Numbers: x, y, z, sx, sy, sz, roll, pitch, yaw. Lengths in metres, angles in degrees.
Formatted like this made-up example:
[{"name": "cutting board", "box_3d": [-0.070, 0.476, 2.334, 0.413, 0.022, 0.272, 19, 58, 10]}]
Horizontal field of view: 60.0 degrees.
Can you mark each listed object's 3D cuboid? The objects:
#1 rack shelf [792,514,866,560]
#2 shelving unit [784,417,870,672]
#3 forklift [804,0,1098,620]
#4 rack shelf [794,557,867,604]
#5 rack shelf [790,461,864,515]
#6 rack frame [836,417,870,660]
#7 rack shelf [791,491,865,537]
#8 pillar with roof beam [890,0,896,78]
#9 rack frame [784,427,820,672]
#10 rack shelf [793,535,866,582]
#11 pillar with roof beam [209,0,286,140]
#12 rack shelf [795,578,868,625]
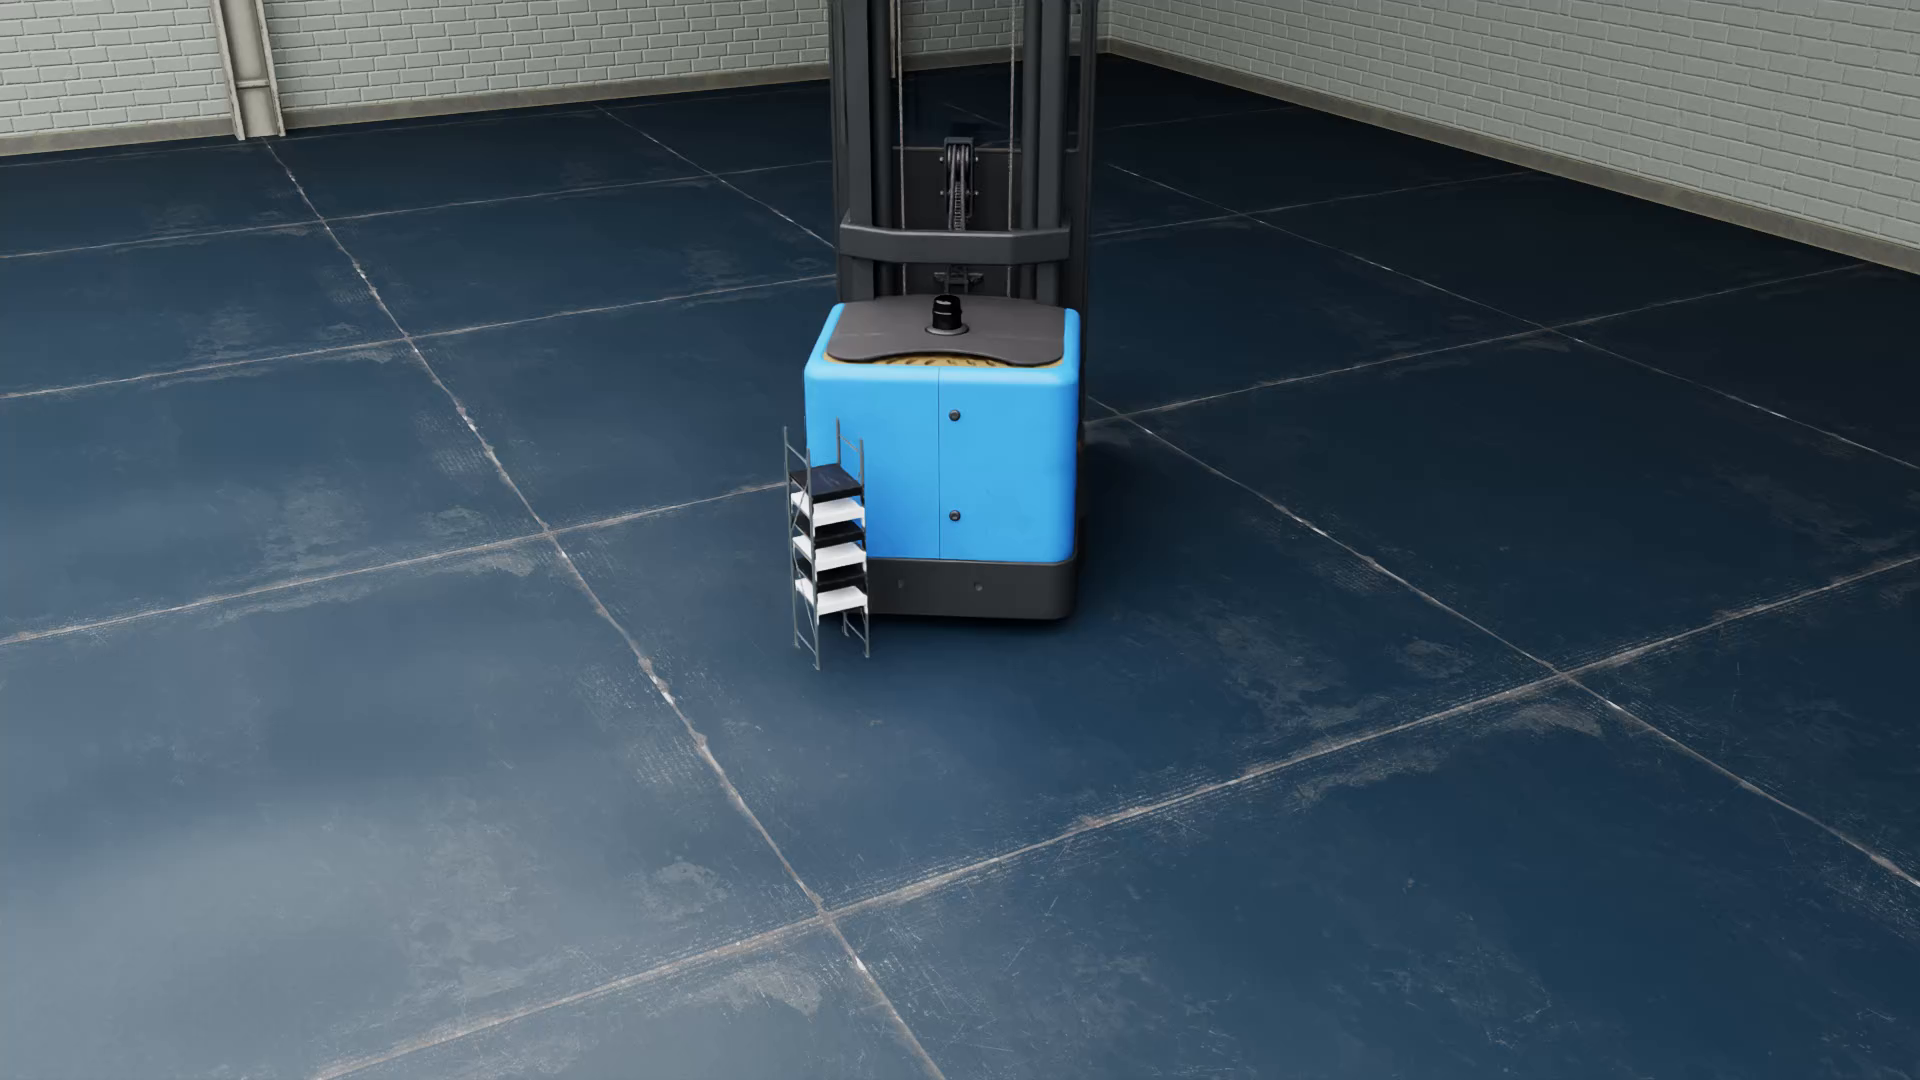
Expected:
[{"name": "rack shelf", "box_3d": [-0.490, -0.030, 6.142, 0.200, 0.077, 0.258, -12, 28, -24]}, {"name": "shelving unit", "box_3d": [-0.490, 0.021, 6.166, 0.210, 0.900, 0.258, -12, 28, -24]}, {"name": "forklift", "box_3d": [0.029, -1.614, 7.226, 1.130, 2.935, 3.031, 2, 26, 4]}, {"name": "rack shelf", "box_3d": [-0.490, 0.132, 6.220, 0.200, 0.077, 0.258, -12, 28, -24]}, {"name": "rack shelf", "box_3d": [-0.491, -0.193, 6.064, 0.200, 0.077, 0.258, -12, 28, -24]}, {"name": "rack frame", "box_3d": [-0.399, 0.001, 6.207, 0.006, 0.900, 0.240, -12, 28, -24]}, {"name": "rack shelf", "box_3d": [-0.491, -0.111, 6.103, 0.200, 0.077, 0.258, -12, 28, -24]}, {"name": "pillar with roof beam", "box_3d": [1.123, -7.225, 11.901, 0.400, 9.000, 9.100, -13, 29, -25]}, {"name": "rack frame", "box_3d": [-0.581, 0.041, 6.126, 0.006, 0.900, 0.240, -12, 28, -24]}, {"name": "rack shelf", "box_3d": [-0.490, 0.051, 6.181, 0.200, 0.077, 0.258, -12, 28, -24]}, {"name": "pillar with roof beam", "box_3d": [-4.172, -6.003, 9.356, 0.400, 9.000, 9.100, -13, 29, -25]}, {"name": "rack shelf", "box_3d": [-0.490, 0.213, 6.259, 0.200, 0.077, 0.258, -12, 28, -24]}]
